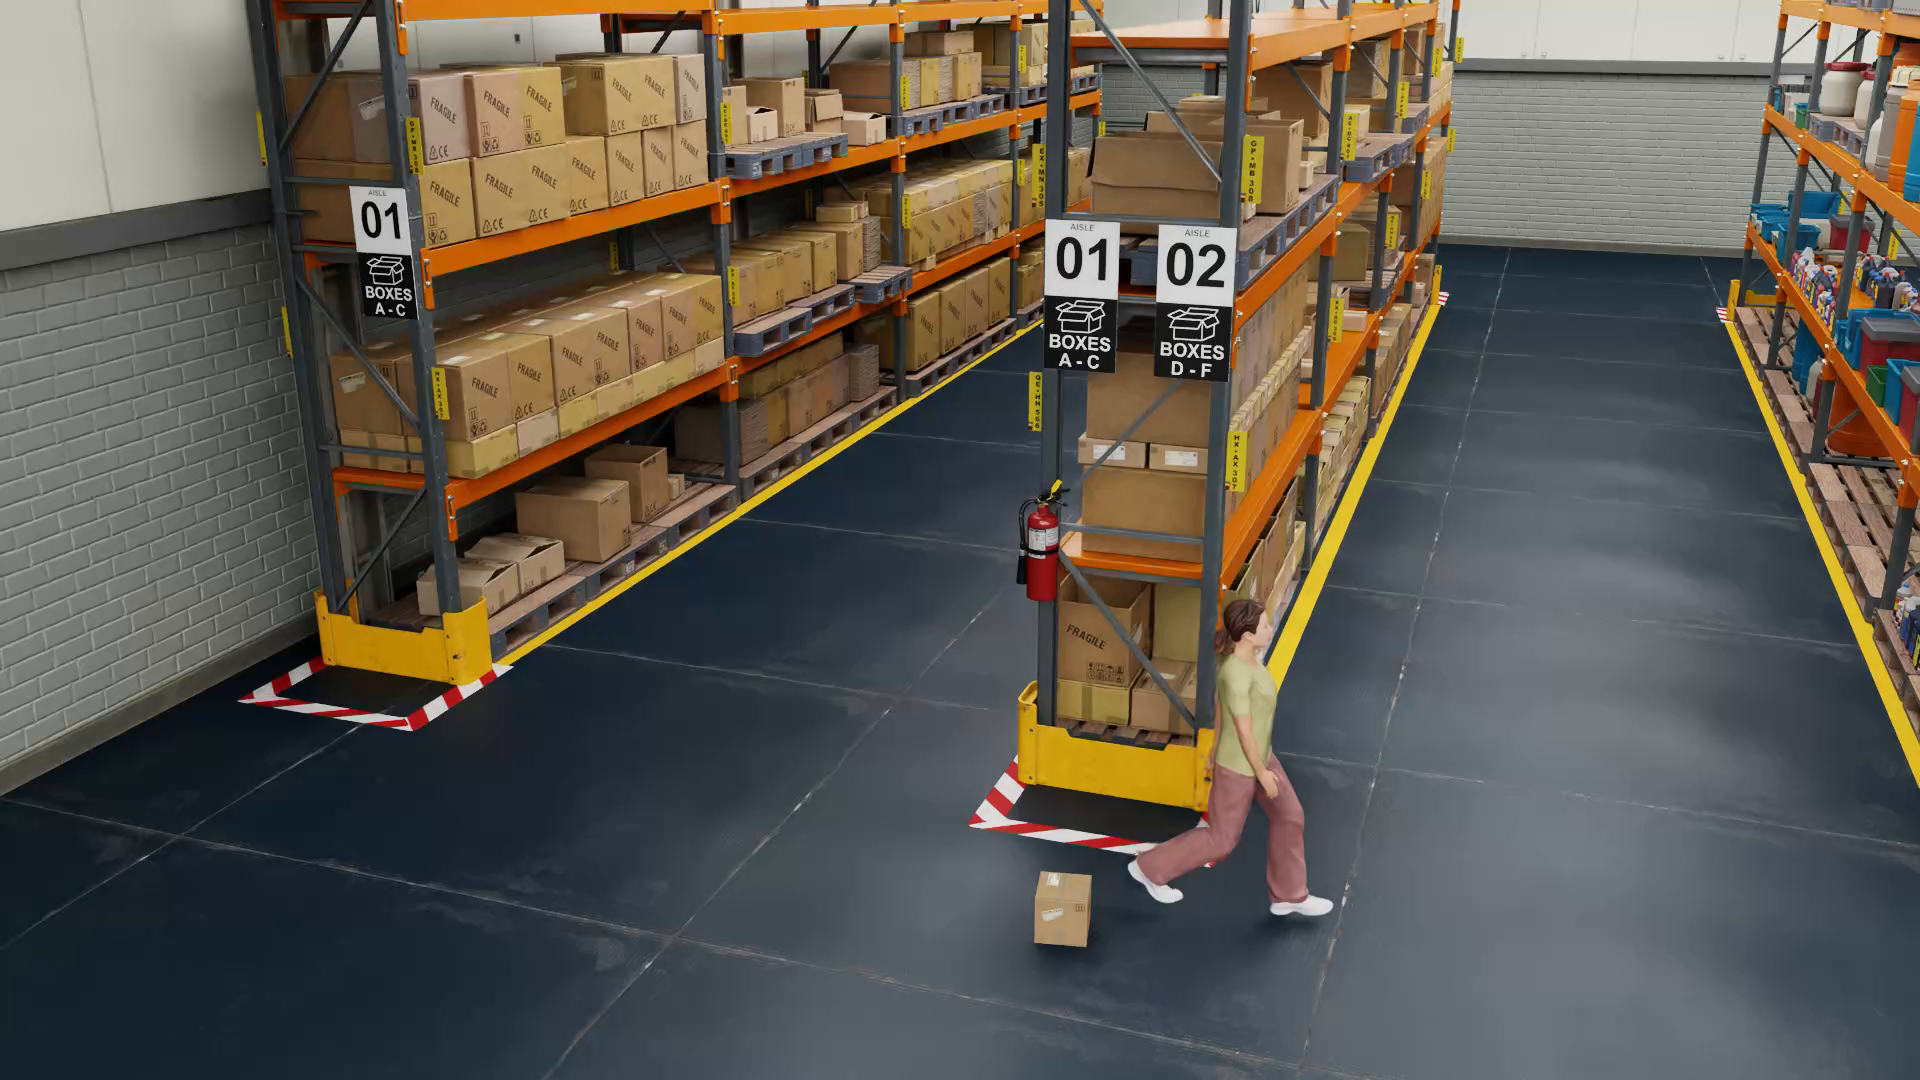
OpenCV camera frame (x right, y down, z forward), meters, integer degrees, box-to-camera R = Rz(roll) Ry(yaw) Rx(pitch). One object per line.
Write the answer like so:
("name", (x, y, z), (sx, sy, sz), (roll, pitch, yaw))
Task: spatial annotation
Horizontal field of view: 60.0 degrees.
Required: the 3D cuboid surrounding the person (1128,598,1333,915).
("person", (1.336, 1.049, 7.977), (0.991, 1.620, 0.436), (6, 20, 16))
